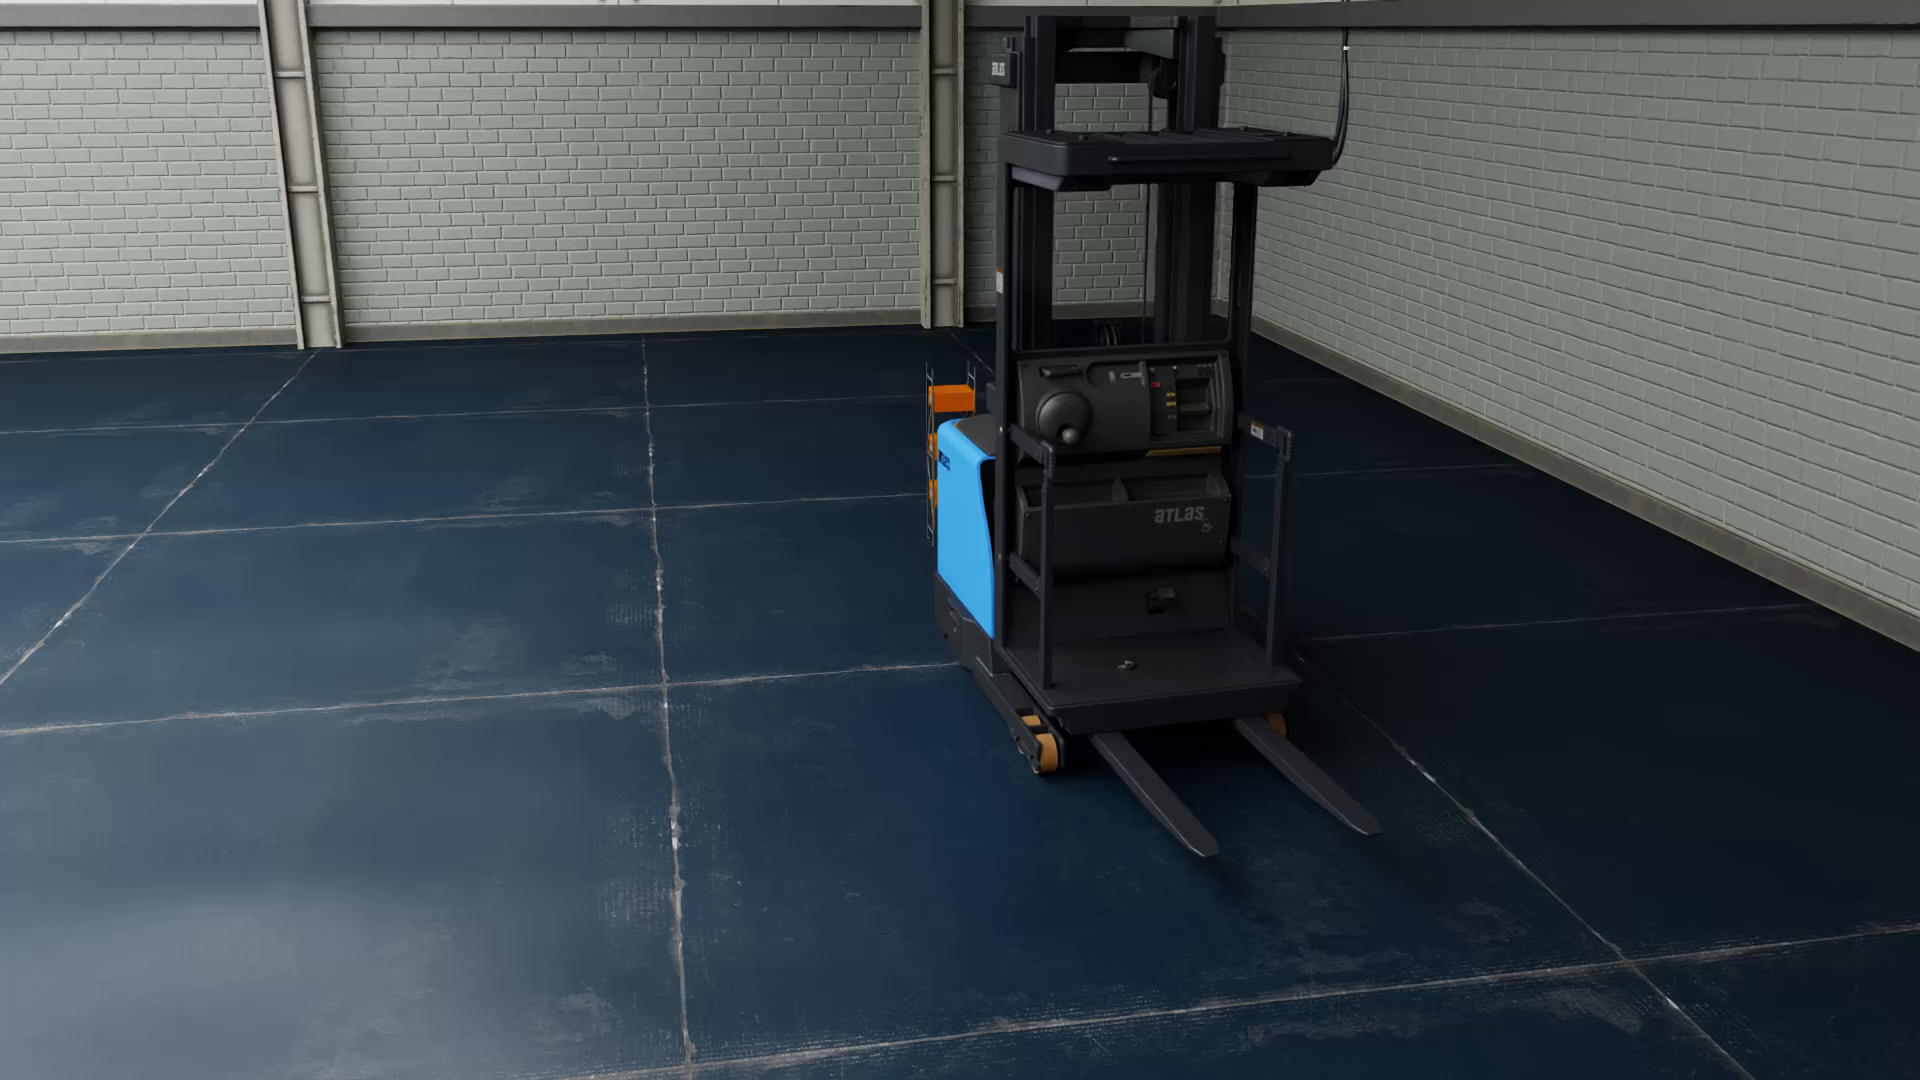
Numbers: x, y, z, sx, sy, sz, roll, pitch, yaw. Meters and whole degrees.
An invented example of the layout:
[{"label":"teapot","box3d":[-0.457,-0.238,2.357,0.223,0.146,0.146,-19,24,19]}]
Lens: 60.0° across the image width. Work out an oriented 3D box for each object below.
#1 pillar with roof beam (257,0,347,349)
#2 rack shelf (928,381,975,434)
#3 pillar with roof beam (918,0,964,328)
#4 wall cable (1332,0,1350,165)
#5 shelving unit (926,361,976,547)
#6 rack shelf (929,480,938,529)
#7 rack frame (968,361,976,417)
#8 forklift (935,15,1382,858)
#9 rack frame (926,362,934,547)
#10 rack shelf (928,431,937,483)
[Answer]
[{"label":"pillar with roof beam","box3d":[-5.256,-4.914,10.486,0.400,9.000,9.100,-3,17,-10]},{"label":"rack shelf","box3d":[-0.053,-0.760,9.568,0.240,0.259,0.215,-3,17,-10]},{"label":"pillar with roof beam","box3d":[0.635,-5.249,11.574,0.400,9.000,9.100,-3,17,-10]},{"label":"wall cable","box3d":[2.962,-4.788,15.363,0.112,2.526,3.097,-3,17,-10]},{"label":"shelving unit","box3d":[-0.053,-0.499,9.648,0.252,1.050,0.215,-3,17,-10]},{"label":"rack shelf","box3d":[-0.053,-0.223,9.733,0.240,0.259,0.215,-3,17,-10]},{"label":"rack frame","box3d":[0.067,-0.506,9.670,0.008,1.050,0.200,-3,17,-10]},{"label":"forklift","box3d":[0.749,-0.579,6.706,1.130,2.935,3.031,-4,18,-14]},{"label":"rack frame","box3d":[-0.172,-0.492,9.626,0.008,1.050,0.200,-3,17,-10]},{"label":"rack shelf","box3d":[-0.053,-0.489,9.651,0.240,0.259,0.215,-3,17,-10]}]
